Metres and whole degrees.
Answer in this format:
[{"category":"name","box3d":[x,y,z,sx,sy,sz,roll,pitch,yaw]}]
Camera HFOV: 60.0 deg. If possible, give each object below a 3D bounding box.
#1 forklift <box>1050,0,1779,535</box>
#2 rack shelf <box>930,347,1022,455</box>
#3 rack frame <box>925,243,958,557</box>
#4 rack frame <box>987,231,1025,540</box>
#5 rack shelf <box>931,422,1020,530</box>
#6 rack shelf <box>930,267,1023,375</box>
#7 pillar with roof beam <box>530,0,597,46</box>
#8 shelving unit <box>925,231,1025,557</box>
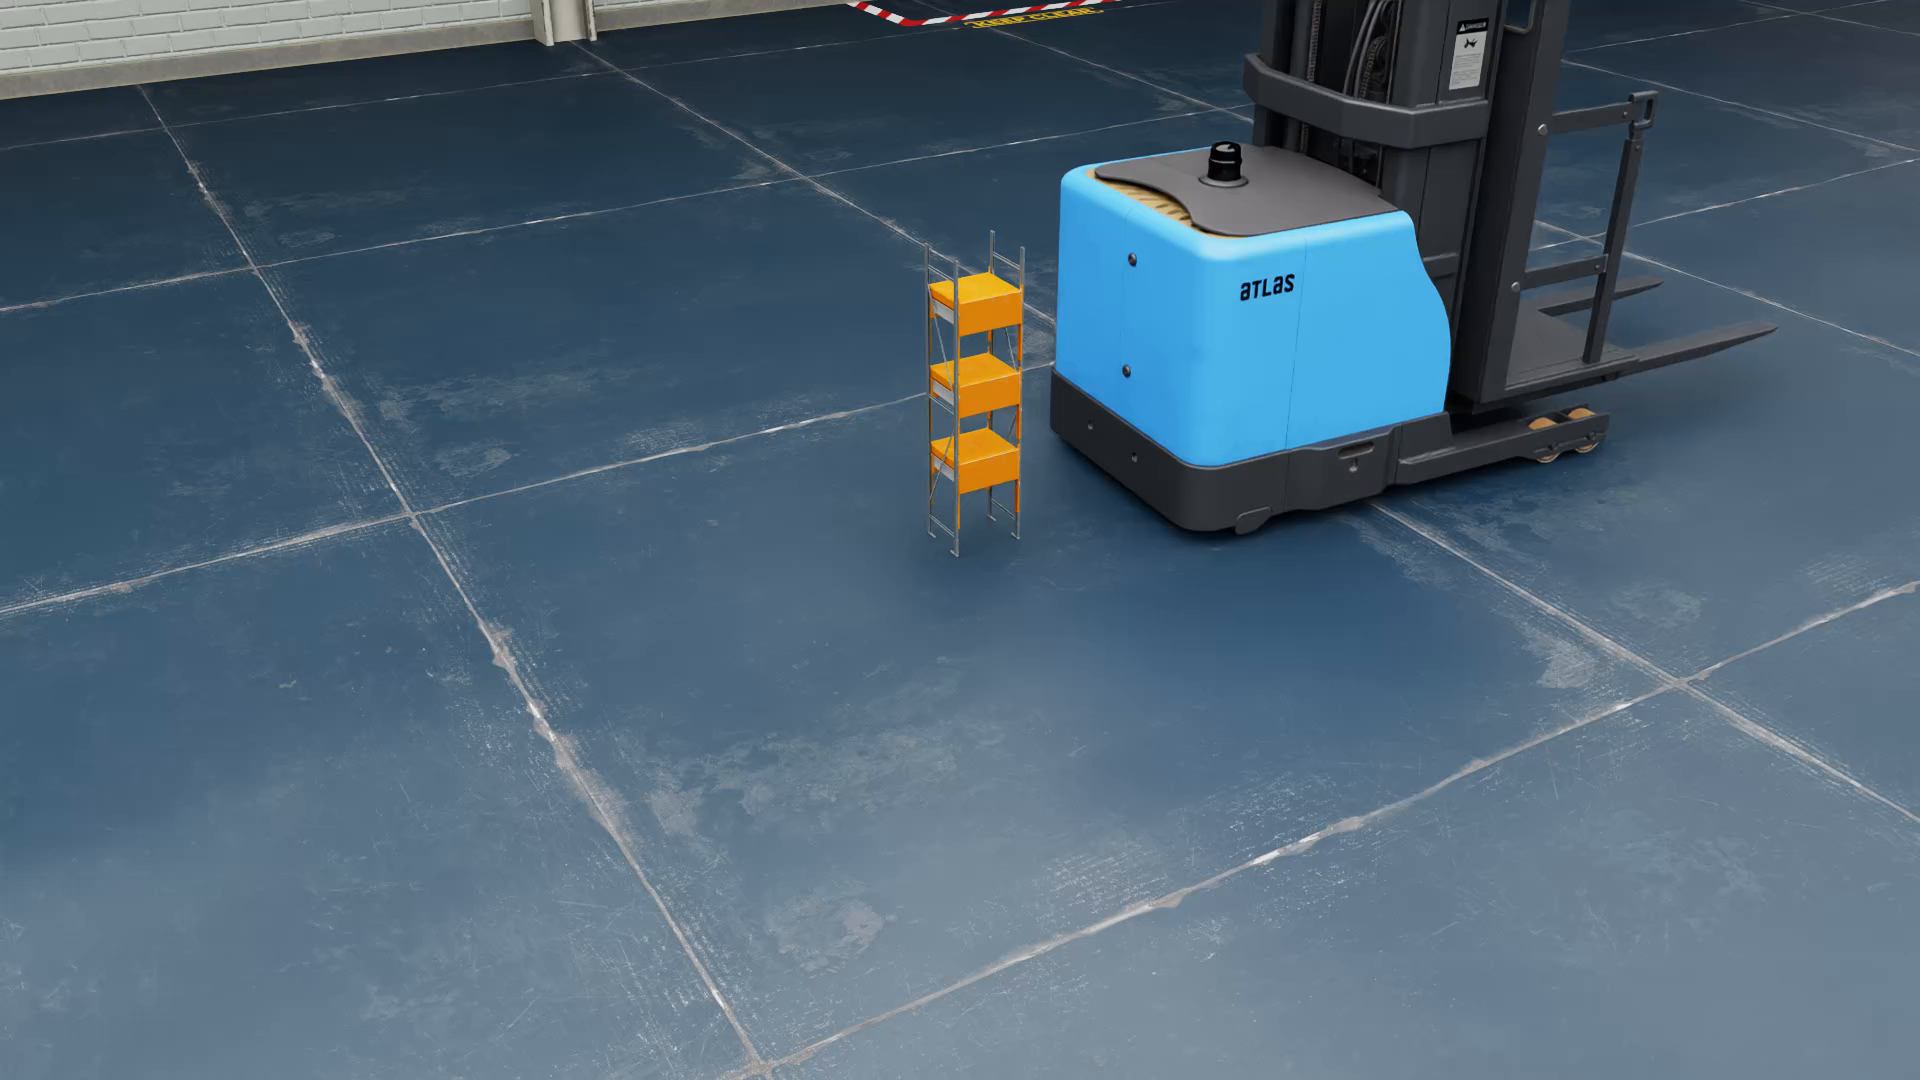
[{"category":"forklift","box3d":[1.897,-1.787,5.954,3.031,2.935,1.130,-14,32,-23]},{"category":"rack shelf","box3d":[0.046,-0.463,5.525,0.240,0.259,0.215,-16,33,-26]},{"category":"rack frame","box3d":[-0.059,-0.443,5.466,0.008,1.050,0.200,-16,33,-26]},{"category":"rack frame","box3d":[0.151,-0.503,5.574,0.008,1.050,0.200,-16,33,-26]},{"category":"rack shelf","box3d":[0.046,-0.220,5.659,0.240,0.259,0.215,-16,33,-26]},{"category":"rack shelf","box3d":[0.046,-0.712,5.388,0.240,0.259,0.215,-16,33,-26]},{"category":"pillar with roof beam","box3d":[-0.823,-5.964,7.243,0.400,9.000,9.100,-16,33,-26]},{"category":"shelving unit","box3d":[0.046,-0.473,5.520,0.252,1.050,0.215,-16,33,-26]}]
